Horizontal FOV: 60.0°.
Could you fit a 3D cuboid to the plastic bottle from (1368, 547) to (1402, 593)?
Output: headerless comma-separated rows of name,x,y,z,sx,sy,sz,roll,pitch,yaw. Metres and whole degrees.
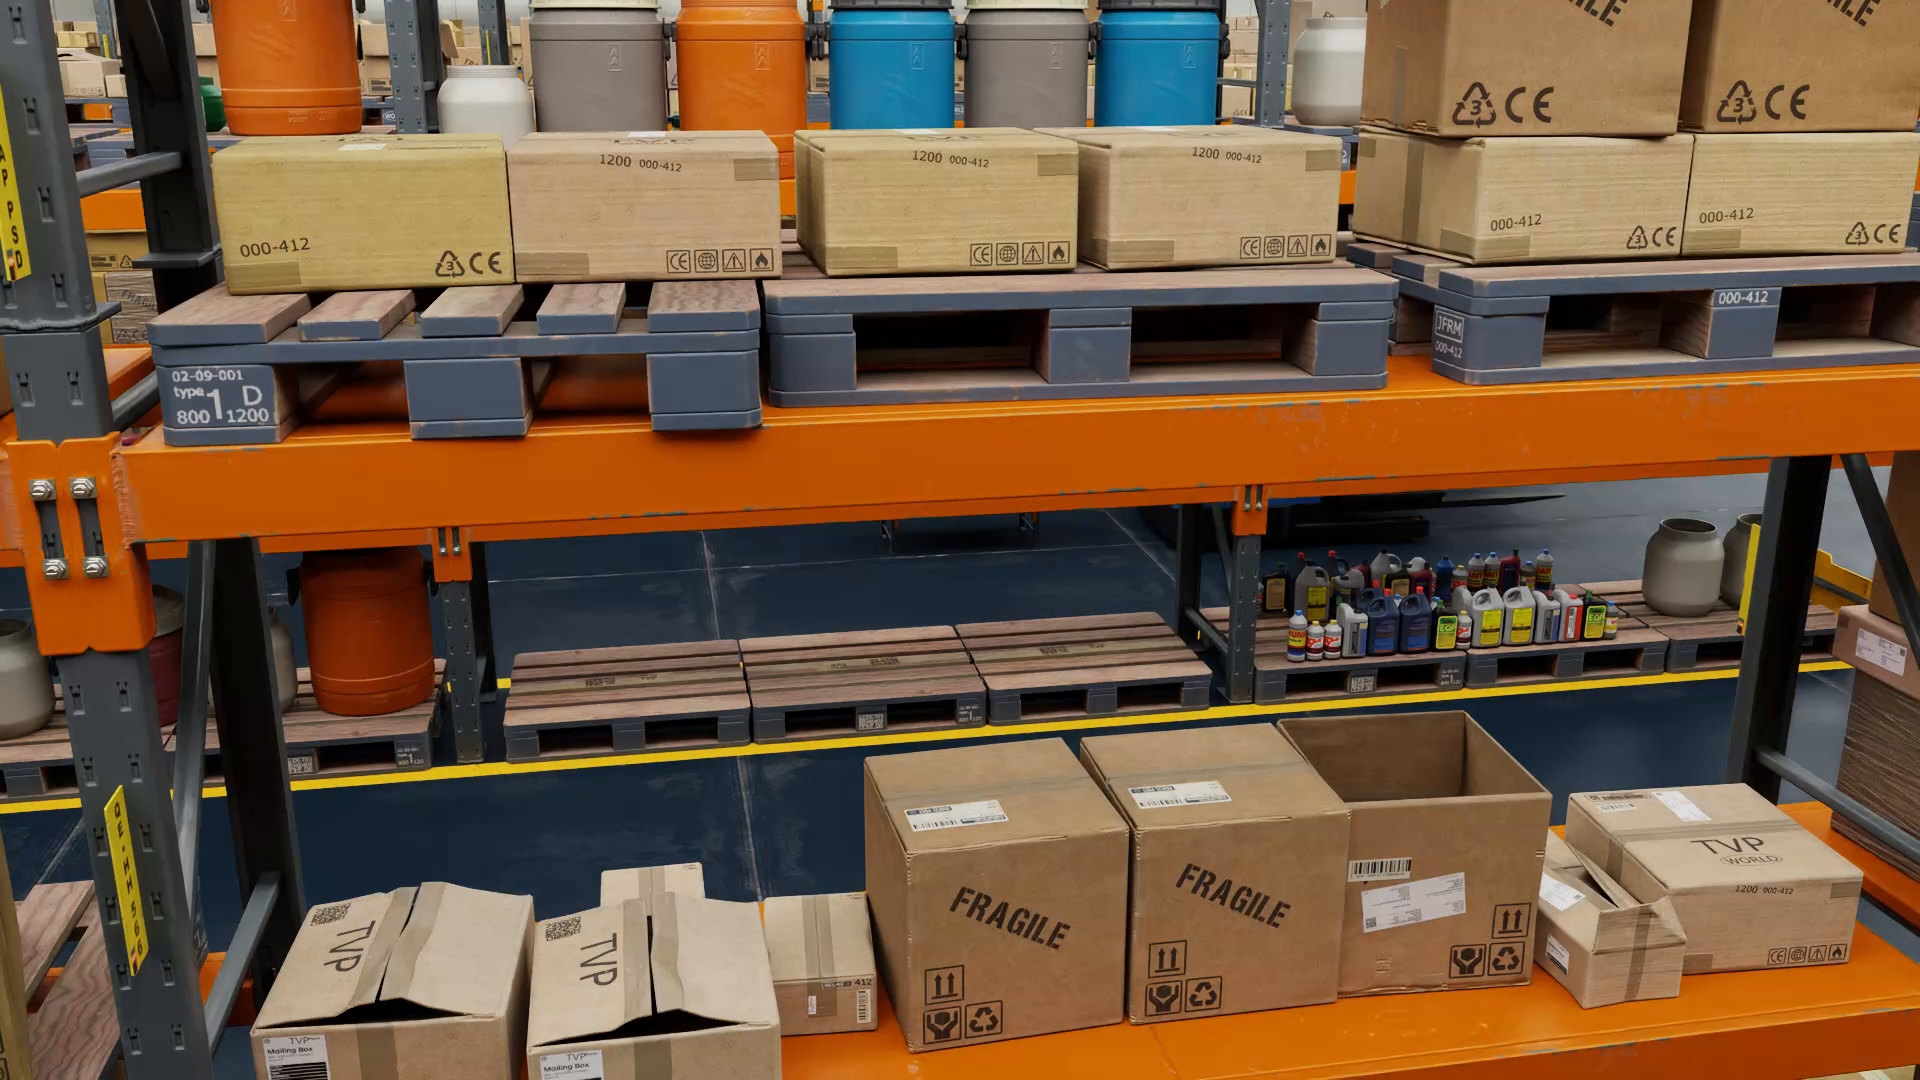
plastic bottle,2.501,0.215,9.765,0.185,0.351,0.144,-3,17,-11

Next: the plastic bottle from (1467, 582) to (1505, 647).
plastic bottle,2.892,0.403,9.153,0.185,0.351,0.144,-3,17,-11

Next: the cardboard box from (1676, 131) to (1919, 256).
cardboard box,1.747,-0.797,3.728,0.500,0.250,0.500,-1,17,-5

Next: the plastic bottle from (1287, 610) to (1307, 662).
plastic bottle,1.814,0.509,8.943,0.097,0.271,0.097,0,17,0

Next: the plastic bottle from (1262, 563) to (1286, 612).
plastic bottle,1.827,0.273,9.691,0.133,0.283,0.061,-2,17,-8

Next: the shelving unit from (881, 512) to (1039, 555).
shelving unit,-0.007,-0.537,11.645,1.048,1.125,0.538,-3,17,-10

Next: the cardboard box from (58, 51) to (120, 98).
cardboard box,-6.282,-3.303,11.784,0.500,0.311,0.500,-4,17,-12

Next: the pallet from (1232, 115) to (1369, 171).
pallet,2.108,-2.105,8.770,1.003,0.211,1.213,-3,17,-10

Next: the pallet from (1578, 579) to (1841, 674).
pallet,4.481,0.478,9.895,1.213,0.211,1.003,-3,17,-10

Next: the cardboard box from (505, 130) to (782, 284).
cardboard box,-0.628,-0.681,3.352,0.500,0.250,0.500,-3,17,-9

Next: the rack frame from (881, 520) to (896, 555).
rack frame,-0.506,-0.509,11.553,0.032,1.125,0.500,-3,17,-10

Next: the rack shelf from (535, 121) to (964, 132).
rack shelf,-1.486,-3.100,12.911,4.000,0.370,1.077,-3,17,-10

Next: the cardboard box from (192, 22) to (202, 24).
cardboard box,-9.874,-6.290,21.018,0.500,0.500,0.500,-3,17,-10

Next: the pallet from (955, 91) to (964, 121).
pallet,-0.148,-3.462,13.184,1.003,0.211,1.213,-3,17,-10

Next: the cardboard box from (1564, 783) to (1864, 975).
cardboard box,1.879,0.847,4.202,0.500,0.250,0.500,-2,17,-7

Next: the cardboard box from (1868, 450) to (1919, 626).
cardboard box,2.788,0.040,4.192,0.500,0.500,0.700,-3,17,-10

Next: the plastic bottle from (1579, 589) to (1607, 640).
plastic bottle,3.514,0.412,9.237,0.133,0.283,0.061,-3,17,-9

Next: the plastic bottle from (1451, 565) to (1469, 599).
plastic bottle,2.974,0.253,9.897,0.097,0.201,0.097,0,17,0

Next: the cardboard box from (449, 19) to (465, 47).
cardboard box,-5.247,-5.210,17.082,0.258,0.266,0.396,-3,17,-10

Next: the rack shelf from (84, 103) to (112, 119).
rack shelf,-10.182,-4.090,16.134,4.000,0.370,1.077,-3,17,-10

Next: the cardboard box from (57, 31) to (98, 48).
cardboard box,-8.474,-4.806,15.968,0.250,0.149,0.380,-4,18,-13

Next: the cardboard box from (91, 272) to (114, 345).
cardboard box,-6.384,-1.705,12.084,0.500,0.500,0.500,-3,17,-10

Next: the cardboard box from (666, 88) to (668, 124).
cardboard box,-2.436,-3.242,12.404,0.500,0.250,0.500,-3,17,-9

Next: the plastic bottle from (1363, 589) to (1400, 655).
plastic bottle,2.289,0.437,9.041,0.185,0.351,0.144,-3,17,-9

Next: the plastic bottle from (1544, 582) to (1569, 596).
plastic bottle,3.352,0.376,9.355,0.133,0.283,0.061,-3,17,-10

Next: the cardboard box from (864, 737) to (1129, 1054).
cardboard box,0.071,0.812,3.890,0.500,0.500,0.500,-4,18,-13

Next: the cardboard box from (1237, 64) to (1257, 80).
cardboard box,2.375,-3.711,13.252,0.250,0.149,0.380,-3,17,-9

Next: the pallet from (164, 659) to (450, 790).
pallet,-3.276,0.918,8.462,1.213,0.211,1.003,-3,17,-10

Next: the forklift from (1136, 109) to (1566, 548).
forklift,2.870,-1.534,11.815,3.031,2.935,1.130,-3,17,-10

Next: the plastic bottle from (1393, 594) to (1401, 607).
plastic bottle,2.408,0.432,9.193,0.097,0.271,0.097,0,17,0

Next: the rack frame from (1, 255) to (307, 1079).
rack frame,-1.574,0.958,3.585,0.127,3.000,1.000,-3,17,-10

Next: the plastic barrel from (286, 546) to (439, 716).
plastic barrel,-2.987,0.398,8.387,0.708,0.830,0.600,-3,17,-10

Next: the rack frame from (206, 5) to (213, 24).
rack frame,-9.257,-7.400,20.579,0.127,3.000,1.000,-3,17,-10

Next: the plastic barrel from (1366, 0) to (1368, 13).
plastic barrel,2.415,-2.592,8.465,0.708,0.901,0.600,-3,17,-10

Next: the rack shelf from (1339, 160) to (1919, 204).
rack shelf,3.381,-1.895,8.988,4.000,0.370,1.077,-3,17,-10

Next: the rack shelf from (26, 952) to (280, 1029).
rack shelf,-3.537,1.413,3.328,4.000,0.370,1.077,-3,17,-10

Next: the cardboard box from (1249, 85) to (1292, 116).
cardboard box,2.493,-3.522,13.316,0.500,0.250,0.500,-4,17,-11

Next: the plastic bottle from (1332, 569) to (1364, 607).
plastic bottle,2.236,0.310,9.583,0.135,0.276,0.152,-3,17,-10

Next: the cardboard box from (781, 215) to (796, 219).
cardboard box,-1.818,-3.442,17.739,0.500,0.500,0.500,-3,17,-10

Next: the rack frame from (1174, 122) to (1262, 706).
rack frame,1.418,-0.693,8.960,0.127,3.000,1.000,-3,17,-10

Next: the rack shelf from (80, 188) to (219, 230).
rack shelf,-4.473,-1.449,7.537,4.000,0.370,1.077,-3,17,-10

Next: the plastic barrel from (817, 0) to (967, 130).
plastic barrel,-0.325,-2.203,7.913,0.708,0.901,0.600,-3,17,-10

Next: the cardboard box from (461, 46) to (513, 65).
cardboard box,-4.902,-4.860,17.248,0.500,0.500,0.500,-3,17,-10

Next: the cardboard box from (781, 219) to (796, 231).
cardboard box,-1.206,-2.248,13.131,0.637,0.503,0.797,-1,17,-5

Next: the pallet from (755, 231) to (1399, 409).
pallet,0.173,-0.513,3.585,1.213,0.211,1.003,-2,17,-8

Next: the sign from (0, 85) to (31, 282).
sign,-1.473,-0.567,2.559,0.005,0.325,0.100,-3,17,-10

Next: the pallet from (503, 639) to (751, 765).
pallet,-1.742,0.830,8.748,1.213,0.211,1.003,-3,17,-10

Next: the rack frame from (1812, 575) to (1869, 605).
rack frame,5.345,-0.916,9.686,0.127,3.000,1.000,-3,17,-10

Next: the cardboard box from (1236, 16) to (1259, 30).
cardboard box,3.052,-5.593,17.987,0.250,0.149,0.380,-3,17,-10

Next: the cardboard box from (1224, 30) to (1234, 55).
cardboard box,2.645,-5.397,18.029,0.500,0.250,0.500,-3,17,-10

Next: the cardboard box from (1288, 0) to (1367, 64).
cardboard box,2.932,-4.048,13.244,0.500,0.500,0.500,-3,17,-10

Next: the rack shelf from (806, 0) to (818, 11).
rack shelf,-4.311,-8.630,26.489,4.000,0.370,1.077,-3,17,-10

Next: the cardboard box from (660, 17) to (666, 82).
cardboard box,-2.440,-3.598,12.287,0.500,0.500,0.500,-3,17,-10

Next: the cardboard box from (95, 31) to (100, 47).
cardboard box,-8.550,-4.956,16.456,0.250,0.149,0.380,-4,17,-11

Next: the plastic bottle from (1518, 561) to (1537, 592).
plastic bottle,3.404,0.228,9.977,0.097,0.201,0.097,0,17,0

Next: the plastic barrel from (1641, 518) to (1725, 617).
plastic barrel,4.221,0.159,9.707,0.421,0.512,0.421,0,17,0

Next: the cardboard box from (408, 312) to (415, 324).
cardboard box,-3.887,-1.847,12.547,0.500,0.500,0.500,-3,17,-9
